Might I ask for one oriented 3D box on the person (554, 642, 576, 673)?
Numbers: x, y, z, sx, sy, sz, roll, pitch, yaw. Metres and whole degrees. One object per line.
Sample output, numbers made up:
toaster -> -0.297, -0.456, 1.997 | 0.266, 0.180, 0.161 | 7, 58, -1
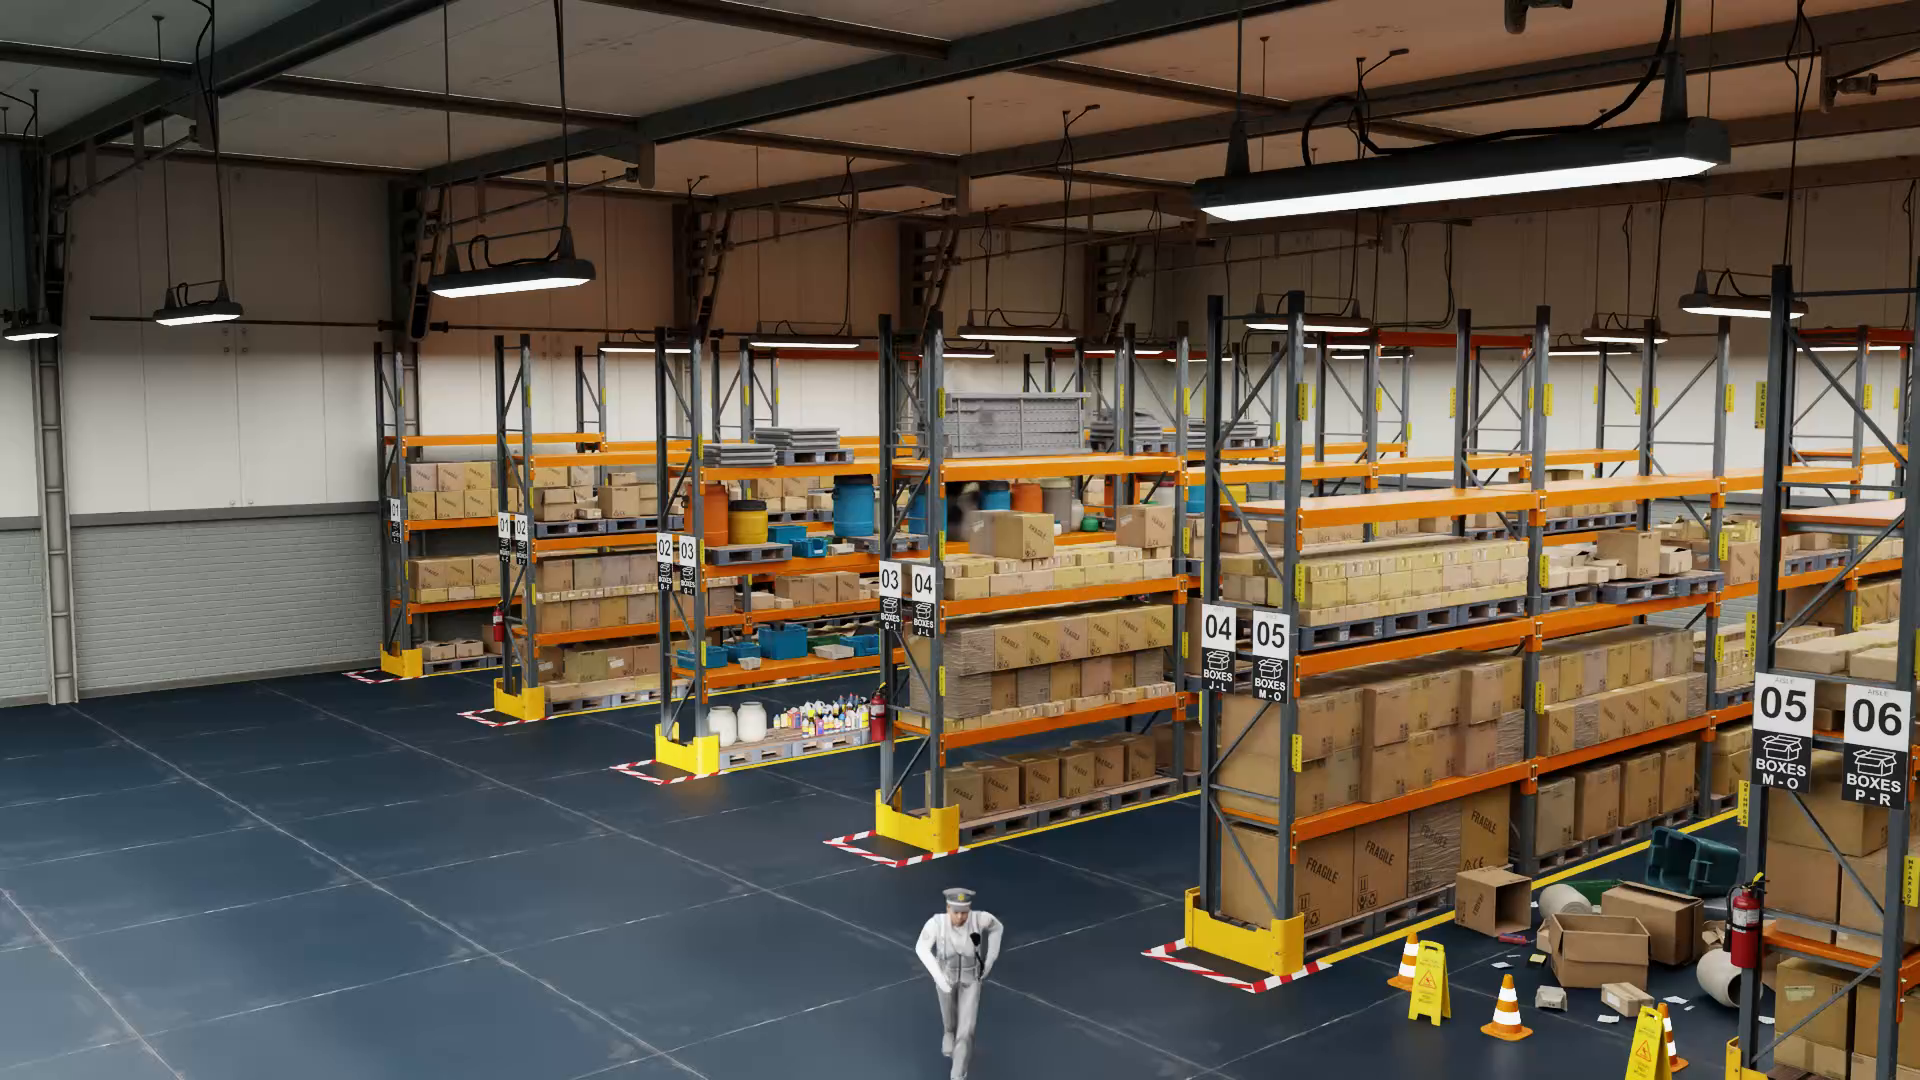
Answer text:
person -> -6.822, 1.763, 28.511 | 0.589, 1.646, 0.621 | 5, 7, 41

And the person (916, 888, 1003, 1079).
person -> -0.011, 3.275, 12.317 | 0.652, 1.624, 0.962 | -1, 5, -6
